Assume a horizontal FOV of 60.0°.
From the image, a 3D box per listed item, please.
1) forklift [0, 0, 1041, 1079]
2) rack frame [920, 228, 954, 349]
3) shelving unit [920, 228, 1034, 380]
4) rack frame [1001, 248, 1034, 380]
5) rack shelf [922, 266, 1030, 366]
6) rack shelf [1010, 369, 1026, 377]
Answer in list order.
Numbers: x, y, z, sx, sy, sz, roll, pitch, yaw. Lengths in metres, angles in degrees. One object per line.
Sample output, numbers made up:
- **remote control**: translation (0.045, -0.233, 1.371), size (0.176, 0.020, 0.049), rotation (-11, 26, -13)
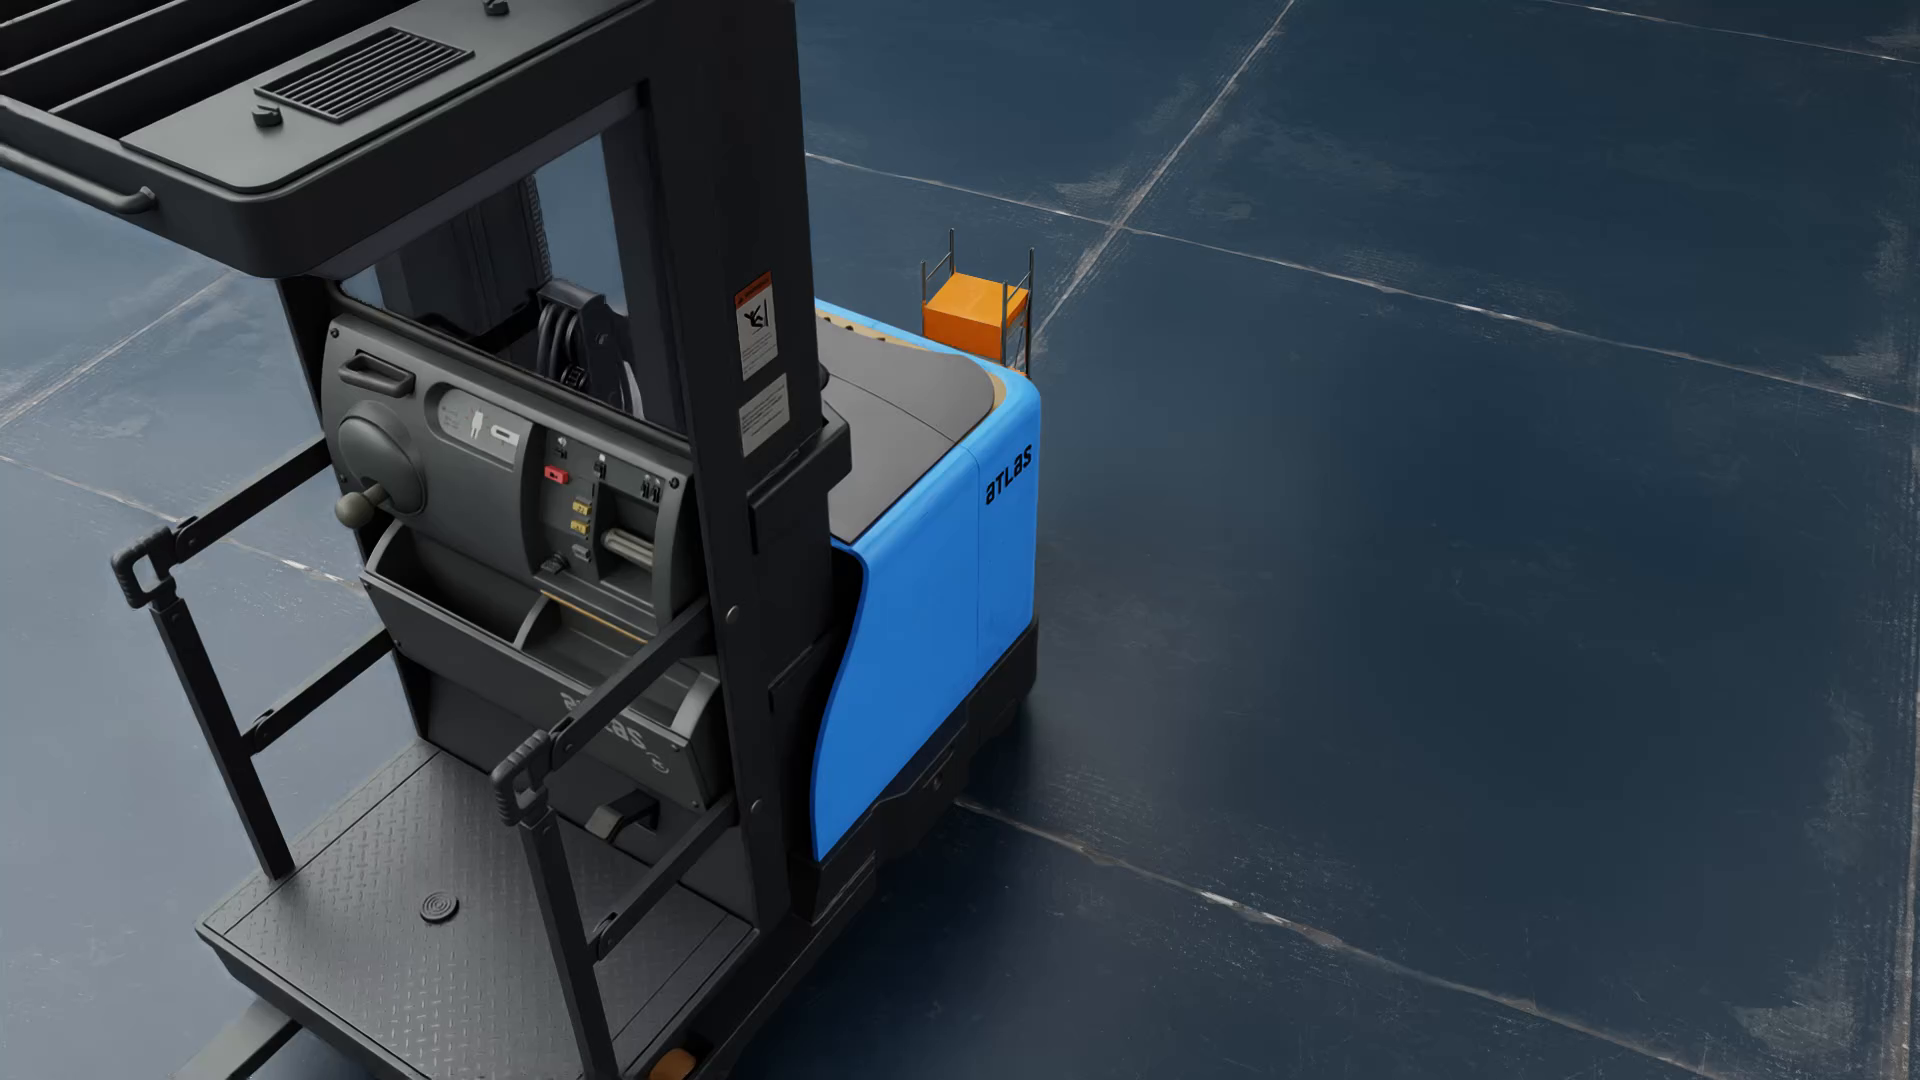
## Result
- **forklift**: translation (-1.006, -0.048, 3.067), size (1.130, 2.935, 3.031), rotation (23, 46, 24)
- **rack frame**: translation (-0.062, -0.416, 4.928), size (0.008, 1.050, 0.200), rotation (17, 44, 19)
- **shelving unit**: translation (0.048, -0.382, 4.889), size (0.252, 1.050, 0.215), rotation (17, 44, 19)
- **rack frame**: translation (0.159, -0.348, 4.850), size (0.008, 1.050, 0.200), rotation (17, 44, 19)
- **rack shelf**: translation (0.048, -0.588, 4.710), size (0.240, 0.259, 0.215), rotation (17, 44, 19)
- **rack shelf**: translation (0.048, -0.374, 4.896), size (0.240, 0.259, 0.215), rotation (17, 44, 19)
